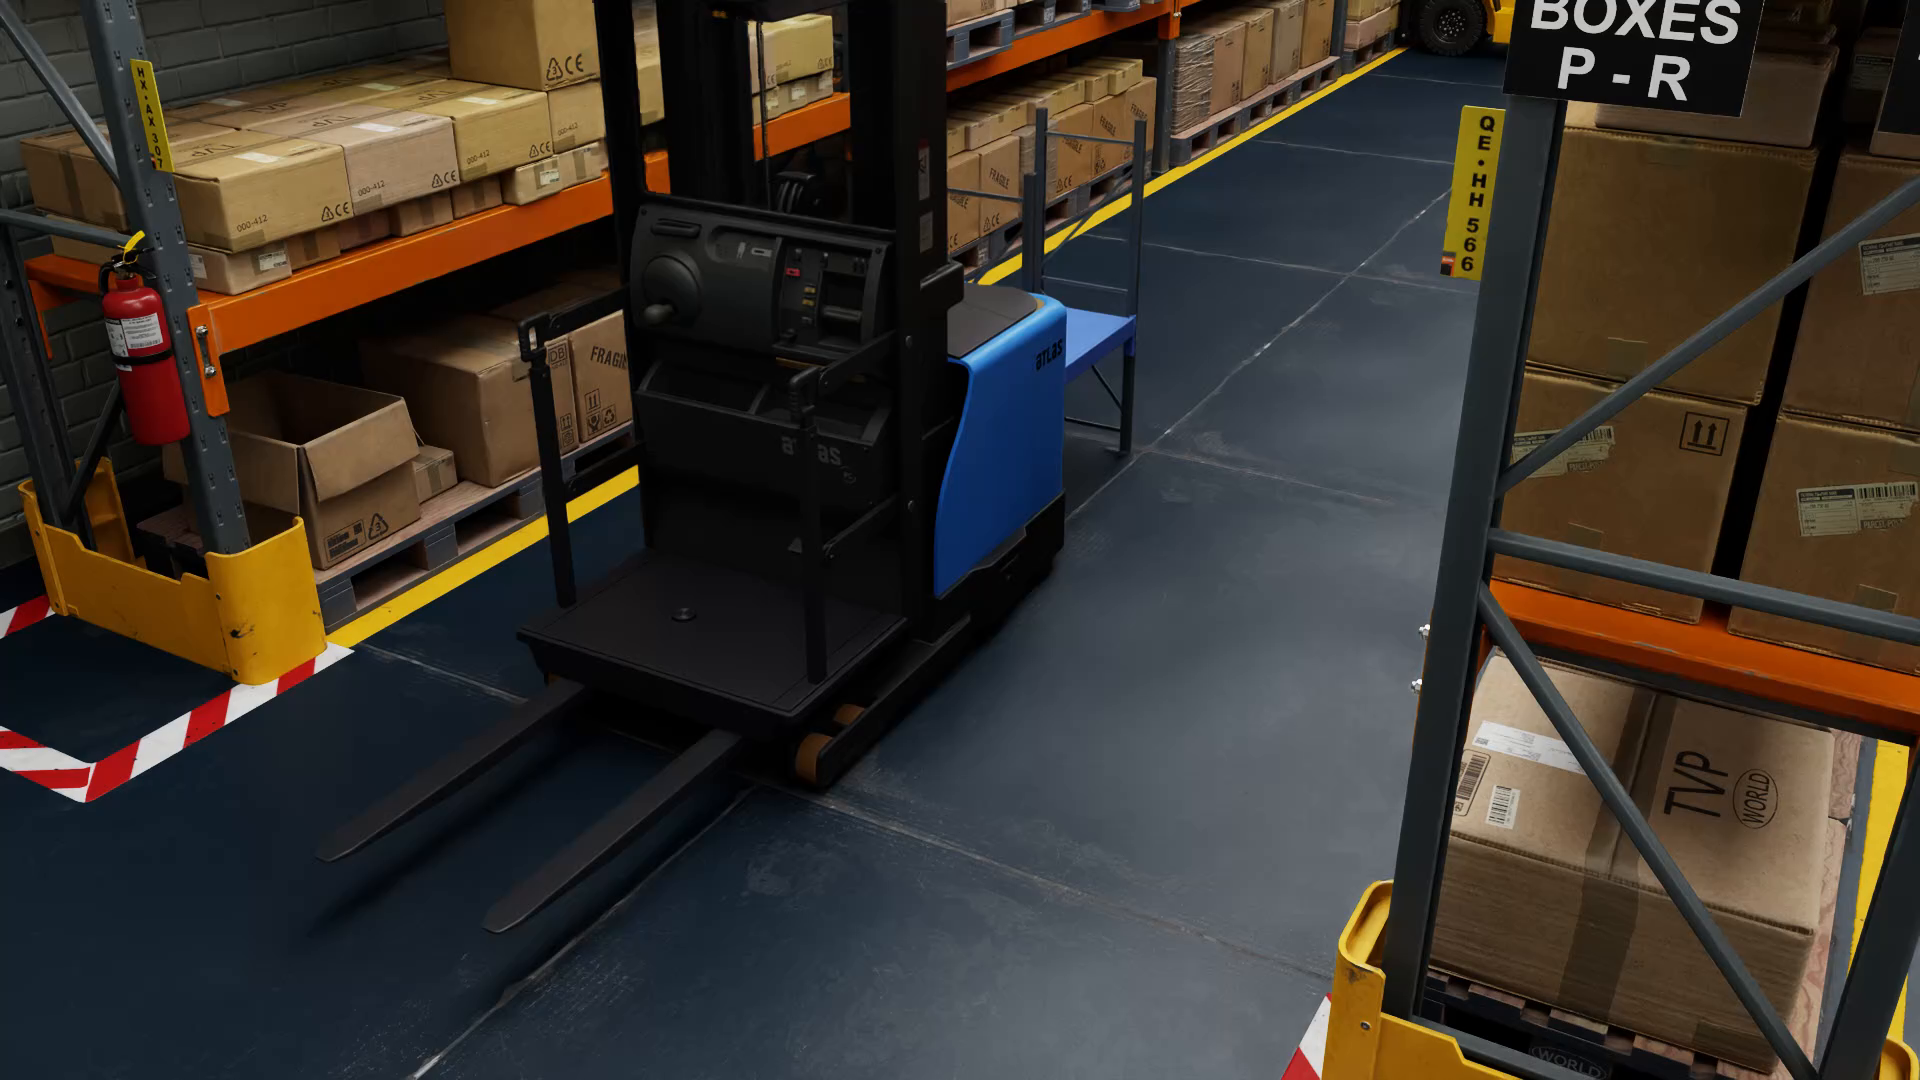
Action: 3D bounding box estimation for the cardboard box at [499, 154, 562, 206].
[{"bbox_3d":[-1.802,-1.440,6.557,0.380,0.149,0.250,13,30,25],"label":"cardboard box"}]

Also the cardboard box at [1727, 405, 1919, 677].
[{"bbox_3d":[1.929,-0.071,3.428,0.500,0.500,0.500,14,30,26],"label":"cardboard box"}]

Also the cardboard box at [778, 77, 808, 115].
[{"bbox_3d":[-0.958,-2.154,7.983,0.380,0.149,0.250,15,30,27],"label":"cardboard box"}]

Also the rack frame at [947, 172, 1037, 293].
[{"bbox_3d":[0.057,-0.717,6.507,0.500,1.500,0.032,14,30,26],"label":"rack frame"}]

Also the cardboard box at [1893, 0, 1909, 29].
[{"bbox_3d":[2.351,-1.176,3.794,0.380,0.149,0.250,15,30,27],"label":"cardboard box"}]

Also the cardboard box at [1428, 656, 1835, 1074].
[{"bbox_3d":[1.681,0.777,4.241,0.875,0.438,0.875,13,29,24],"label":"cardboard box"}]

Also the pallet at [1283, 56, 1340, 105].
[{"bbox_3d":[2.695,-4.128,14.760,1.003,0.211,1.213,14,30,26],"label":"pallet"}]

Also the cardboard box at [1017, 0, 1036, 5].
[{"bbox_3d":[0.161,-3.432,9.674,0.700,0.500,0.500,14,30,26],"label":"cardboard box"}]

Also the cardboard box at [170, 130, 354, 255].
[{"bbox_3d":[-2.422,-1.177,5.586,0.500,0.250,0.500,14,30,26],"label":"cardboard box"}]

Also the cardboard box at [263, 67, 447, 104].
[{"bbox_3d":[-2.382,-1.690,6.610,0.500,0.250,0.500,15,30,28],"label":"cardboard box"}]

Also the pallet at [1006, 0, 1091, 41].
[{"bbox_3d":[0.103,-3.267,10.139,1.003,0.211,1.213,14,30,26],"label":"pallet"}]

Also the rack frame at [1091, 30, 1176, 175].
[{"bbox_3d":[1.055,-4.111,11.612,1.000,3.000,0.127,14,30,26],"label":"rack frame"}]

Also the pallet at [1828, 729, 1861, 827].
[{"bbox_3d":[2.370,0.542,5.431,1.003,0.211,1.213,14,30,26],"label":"pallet"}]

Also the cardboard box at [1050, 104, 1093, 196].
[{"bbox_3d":[0.524,-2.572,10.860,0.500,0.500,0.500,16,31,28],"label":"cardboard box"}]

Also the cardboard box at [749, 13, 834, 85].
[{"bbox_3d":[-0.950,-2.366,7.961,0.500,0.250,0.500,15,30,27],"label":"cardboard box"}]

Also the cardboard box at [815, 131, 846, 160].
[{"bbox_3d":[-0.557,-2.140,8.941,0.380,0.149,0.250,14,30,25],"label":"cardboard box"}]

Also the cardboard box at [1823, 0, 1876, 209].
[{"bbox_3d":[2.200,-1.232,4.631,0.500,0.500,0.500,14,30,26],"label":"cardboard box"}]

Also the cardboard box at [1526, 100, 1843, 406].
[{"bbox_3d":[1.473,-0.634,3.437,0.500,0.500,0.500,15,30,28],"label":"cardboard box"}]

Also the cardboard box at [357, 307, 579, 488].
[{"bbox_3d":[-2.042,-0.606,6.932,0.700,0.500,0.500,16,31,28],"label":"cardboard box"}]

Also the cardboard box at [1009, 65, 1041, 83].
[{"bbox_3d":[0.321,-3.125,11.240,0.380,0.149,0.250,15,30,27],"label":"cardboard box"}]

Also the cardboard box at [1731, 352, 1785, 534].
[{"bbox_3d":[1.710,-0.385,4.057,0.500,0.500,0.500,14,30,25],"label":"cardboard box"}]

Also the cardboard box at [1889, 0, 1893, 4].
[{"bbox_3d":[2.966,-1.821,5.807,0.500,0.500,0.500,14,30,26],"label":"cardboard box"}]

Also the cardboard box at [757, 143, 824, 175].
[{"bbox_3d":[-0.982,-2.120,9.232,0.380,0.149,0.250,13,29,24],"label":"cardboard box"}]

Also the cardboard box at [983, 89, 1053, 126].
[{"bbox_3d":[0.356,-2.713,10.417,0.380,0.149,0.250,13,29,24],"label":"cardboard box"}]

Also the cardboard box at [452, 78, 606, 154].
[{"bbox_3d":[-1.695,-1.776,6.782,0.500,0.250,0.500,13,30,25],"label":"cardboard box"}]

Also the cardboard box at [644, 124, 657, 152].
[{"bbox_3d":[-1.543,-1.769,7.215,0.380,0.149,0.250,15,30,27],"label":"cardboard box"}]

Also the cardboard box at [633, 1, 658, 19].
[{"bbox_3d":[-1.391,-2.485,8.198,0.500,0.250,0.500,14,30,26],"label":"cardboard box"}]

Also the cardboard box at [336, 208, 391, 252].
[{"bbox_3d":[-2.296,-1.168,6.014,0.380,0.149,0.250,14,30,25],"label":"cardboard box"}]

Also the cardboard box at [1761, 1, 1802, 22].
[{"bbox_3d":[1.603,-1.091,3.626,0.380,0.149,0.250,14,30,26],"label":"cardboard box"}]

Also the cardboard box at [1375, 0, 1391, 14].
[{"bbox_3d":[3.776,-5.169,15.770,0.500,0.250,0.500,14,30,26],"label":"cardboard box"}]

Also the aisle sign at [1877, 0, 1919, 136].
[{"bbox_3d":[1.660,-0.973,2.438,0.394,0.787,0.004,14,30,26],"label":"aisle sign"}]

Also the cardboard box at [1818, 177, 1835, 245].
[{"bbox_3d":[2.451,-0.993,5.271,0.500,0.500,0.500,14,30,26],"label":"cardboard box"}]

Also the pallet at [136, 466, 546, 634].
[{"bbox_3d":[-2.451,-0.087,6.689,1.003,0.211,1.213,14,30,26],"label":"pallet"}]

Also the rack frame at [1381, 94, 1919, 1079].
[{"bbox_3d":[1.443,0.098,3.203,1.000,3.000,0.127,14,30,26],"label":"rack frame"}]

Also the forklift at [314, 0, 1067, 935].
[{"bbox_3d":[-0.742,-0.771,5.017,1.130,2.935,3.031,14,30,26],"label":"forklift"}]

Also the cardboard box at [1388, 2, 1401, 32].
[{"bbox_3d":[4.025,-5.149,16.288,0.500,0.250,0.500,15,30,27],"label":"cardboard box"}]

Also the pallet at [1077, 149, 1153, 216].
[{"bbox_3d":[0.655,-2.582,11.672,1.003,0.211,1.213,14,30,26],"label":"pallet"}]

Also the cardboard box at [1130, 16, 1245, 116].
[{"bbox_3d":[1.689,-3.734,13.042,0.875,0.625,0.625,15,30,28],"label":"cardboard box"}]

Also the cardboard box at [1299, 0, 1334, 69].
[{"bbox_3d":[2.776,-4.590,14.753,0.875,0.625,0.625,16,31,28],"label":"cardboard box"}]

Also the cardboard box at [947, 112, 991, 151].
[{"bbox_3d":[-0.040,-2.420,9.833,0.380,0.149,0.250,14,30,26],"label":"cardboard box"}]

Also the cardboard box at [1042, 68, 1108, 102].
[{"bbox_3d":[0.758,-3.017,11.025,0.380,0.149,0.250,13,29,24],"label":"cardboard box"}]

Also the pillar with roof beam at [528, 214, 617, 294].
[{"bbox_3d":[1.709,-4.214,5.116,9.100,9.000,0.400,14,30,26],"label":"pillar with roof beam"}]

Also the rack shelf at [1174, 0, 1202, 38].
[{"bbox_3d":[2.039,-4.569,13.330,1.077,0.370,4.000,14,30,26],"label":"rack shelf"}]

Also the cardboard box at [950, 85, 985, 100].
[{"bbox_3d":[-0.062,-2.821,10.633,0.380,0.149,0.250,14,30,26],"label":"cardboard box"}]

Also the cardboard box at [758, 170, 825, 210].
[{"bbox_3d":[-0.928,-1.879,9.476,0.500,0.500,0.500,14,30,26],"label":"cardboard box"}]

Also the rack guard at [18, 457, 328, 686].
[{"bbox_3d":[-2.843,0.095,6.003,1.175,0.500,0.348,14,30,26],"label":"rack guard"}]

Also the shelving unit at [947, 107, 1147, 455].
[{"bbox_3d":[0.303,-0.916,6.905,0.538,1.500,1.048,14,30,26],"label":"shelving unit"}]

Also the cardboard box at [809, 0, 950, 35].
[{"bbox_3d":[-0.480,-2.924,8.660,0.700,0.500,0.500,15,30,27],"label":"cardboard box"}]

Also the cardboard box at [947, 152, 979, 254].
[{"bbox_3d":[-0.225,-1.971,9.660,0.500,0.500,0.500,14,30,25],"label":"cardboard box"}]
